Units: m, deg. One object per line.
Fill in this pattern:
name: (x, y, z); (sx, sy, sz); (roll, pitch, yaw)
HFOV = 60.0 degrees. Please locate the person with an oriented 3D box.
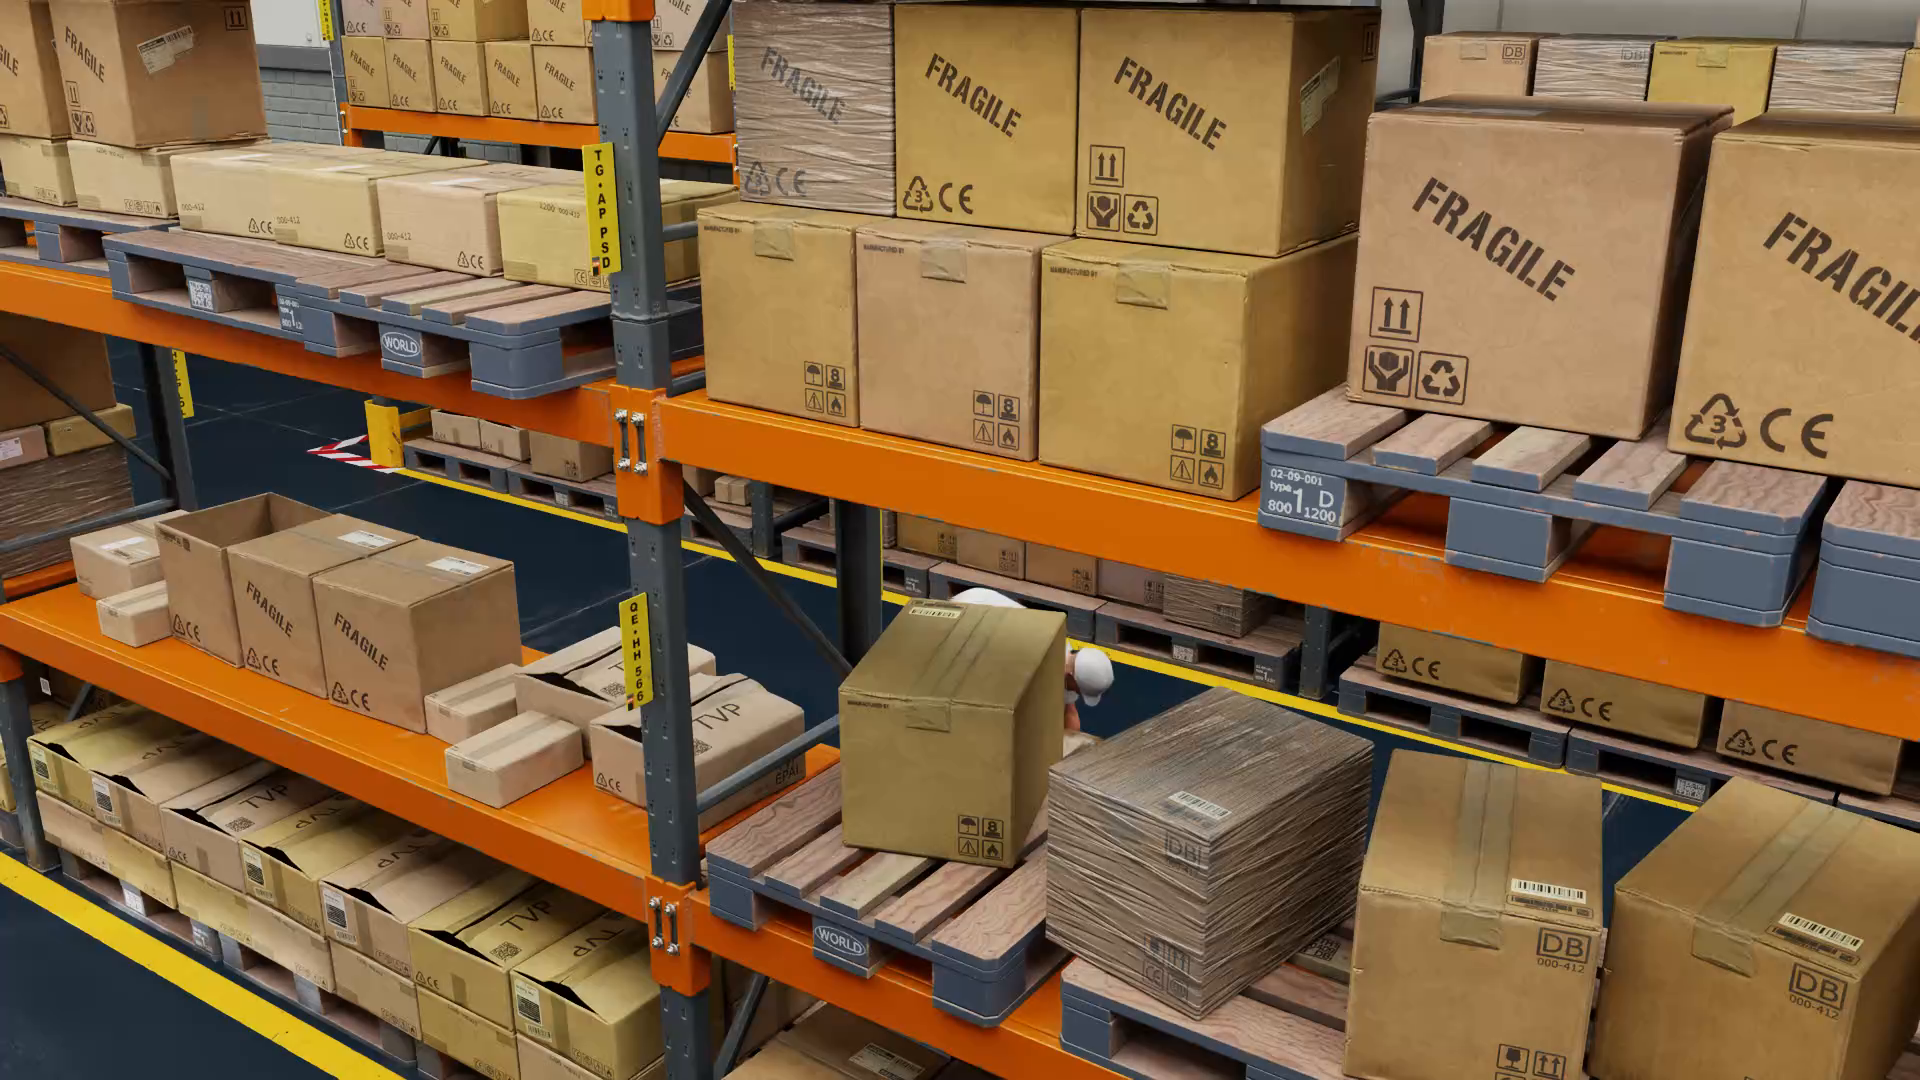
person: (0.291, 0.784, 7.947); (0.957, 1.036, 0.524); (12, 23, 30)
